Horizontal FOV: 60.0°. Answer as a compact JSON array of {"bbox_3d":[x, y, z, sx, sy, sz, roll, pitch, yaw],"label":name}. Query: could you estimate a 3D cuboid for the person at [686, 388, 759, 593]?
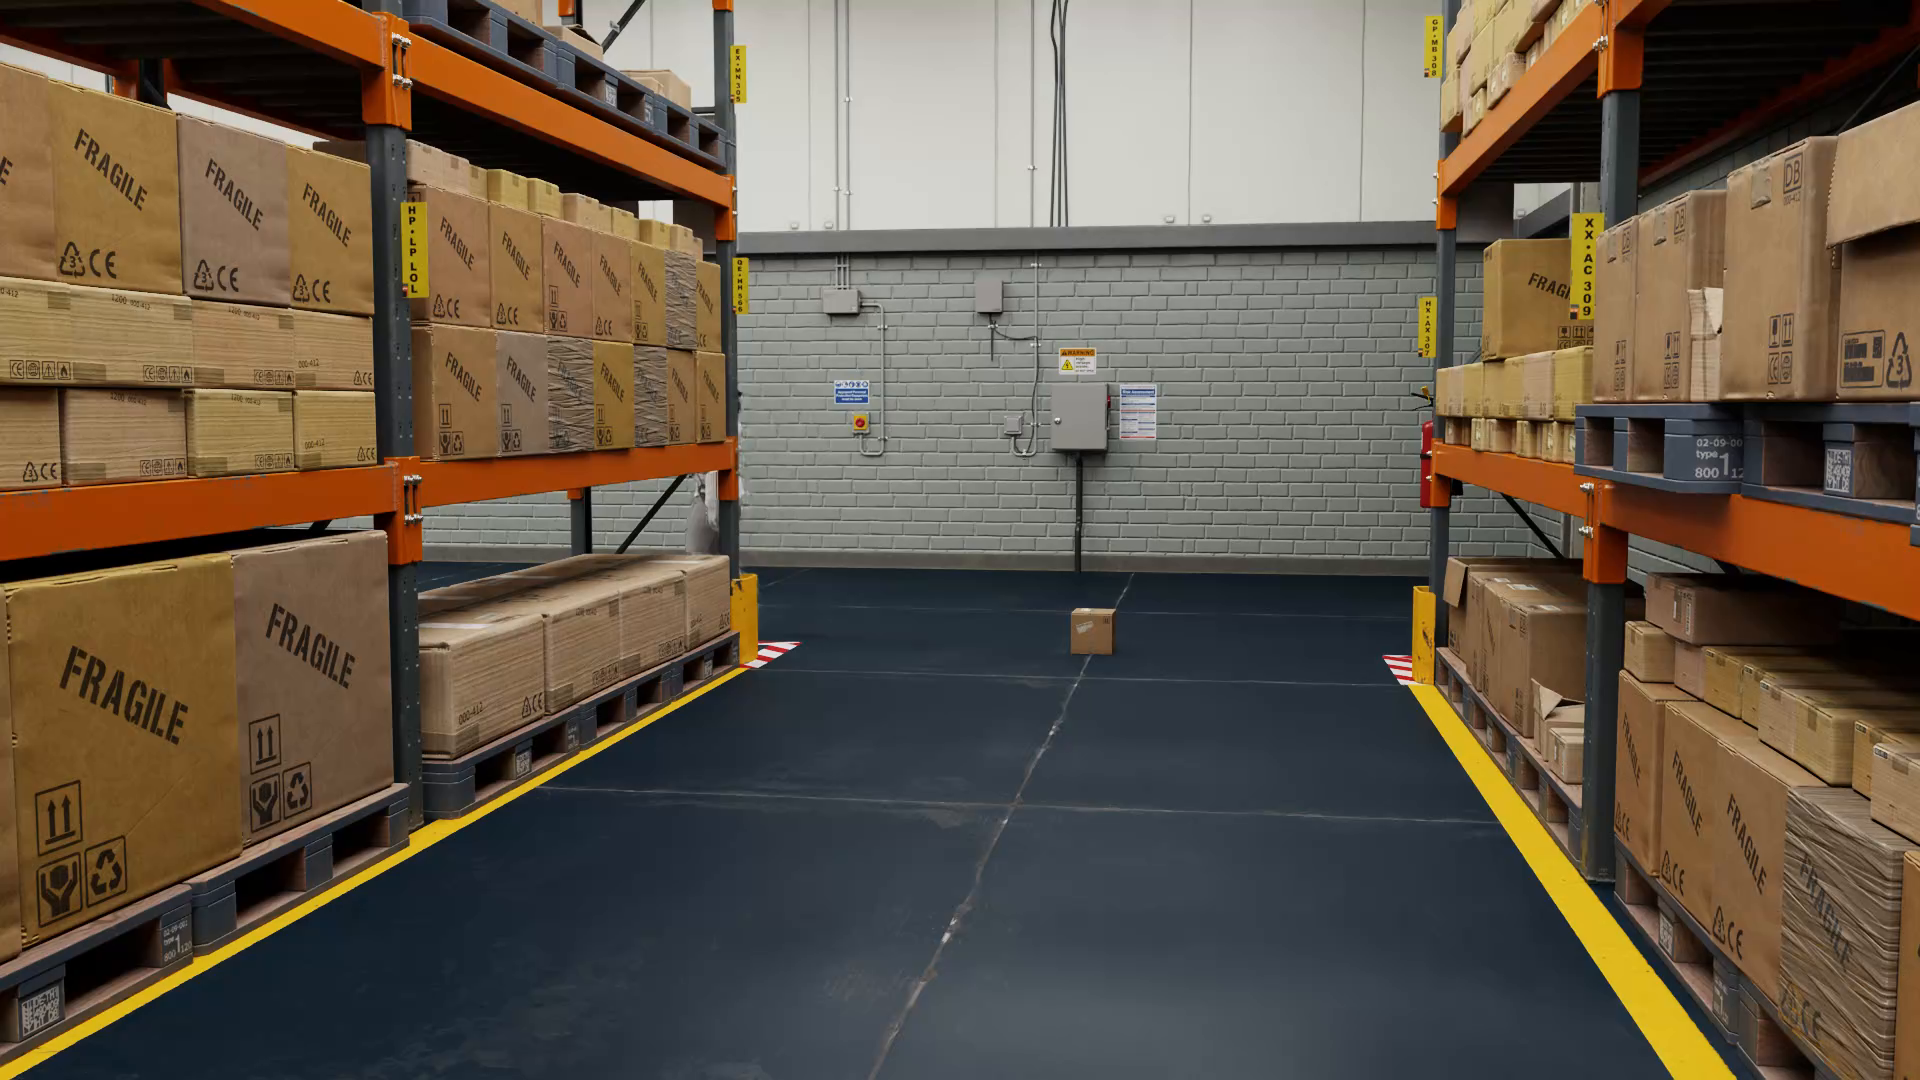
[{"bbox_3d":[-1.574,-0.244,11.034,0.542,1.671,0.512,1,5,14],"label":"person"}]
